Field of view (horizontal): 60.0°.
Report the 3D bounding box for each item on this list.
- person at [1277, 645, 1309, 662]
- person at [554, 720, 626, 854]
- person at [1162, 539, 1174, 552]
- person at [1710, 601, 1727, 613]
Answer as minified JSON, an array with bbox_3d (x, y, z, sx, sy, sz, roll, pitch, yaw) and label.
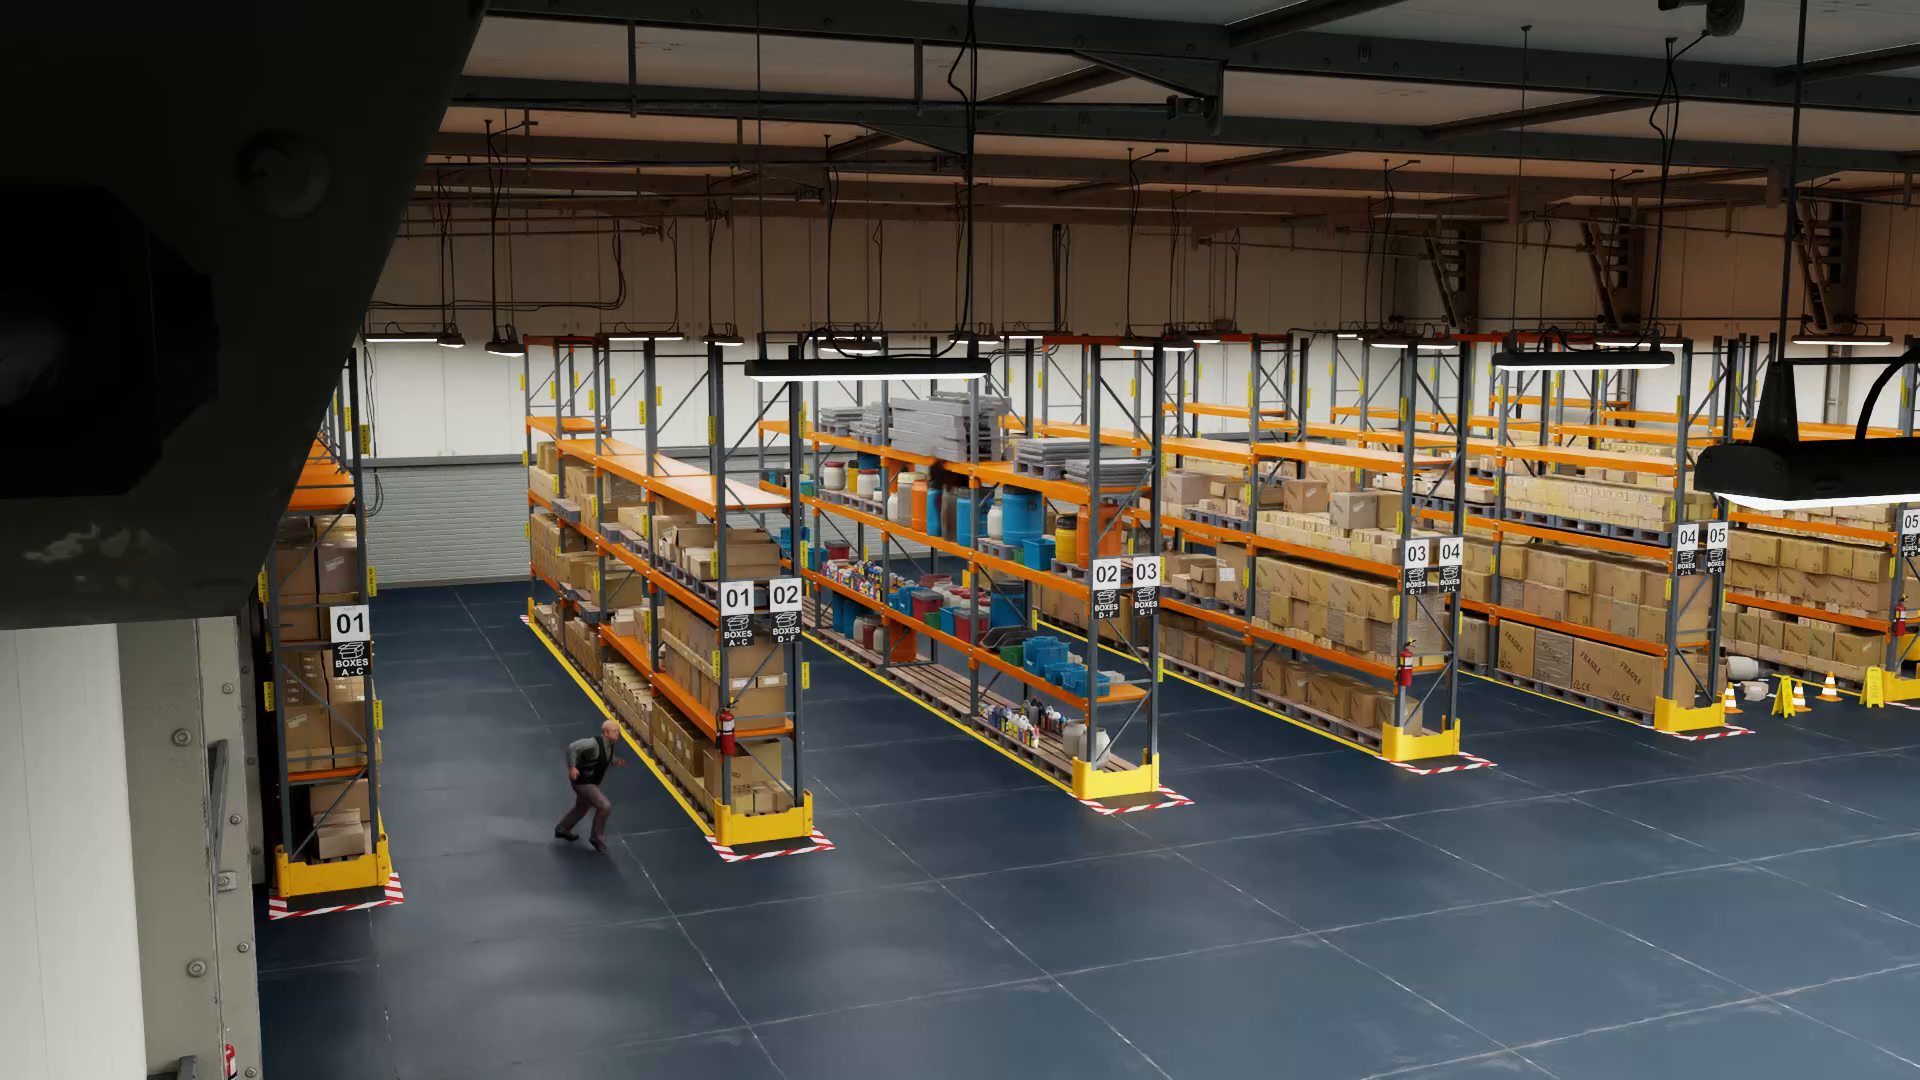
[{"bbox_3d":[6.255,1.453,30.761,0.733,1.592,0.645,-2,8,-17],"label":"person"},{"bbox_3d":[-4.444,2.938,19.788,0.985,1.662,0.703,3,8,20],"label":"person"},{"bbox_3d":[4.417,0.825,35.164,0.564,1.718,0.685,-5,9,-33],"label":"person"},{"bbox_3d":[15.485,1.059,33.859,0.678,1.584,0.927,-7,10,-43],"label":"person"}]
